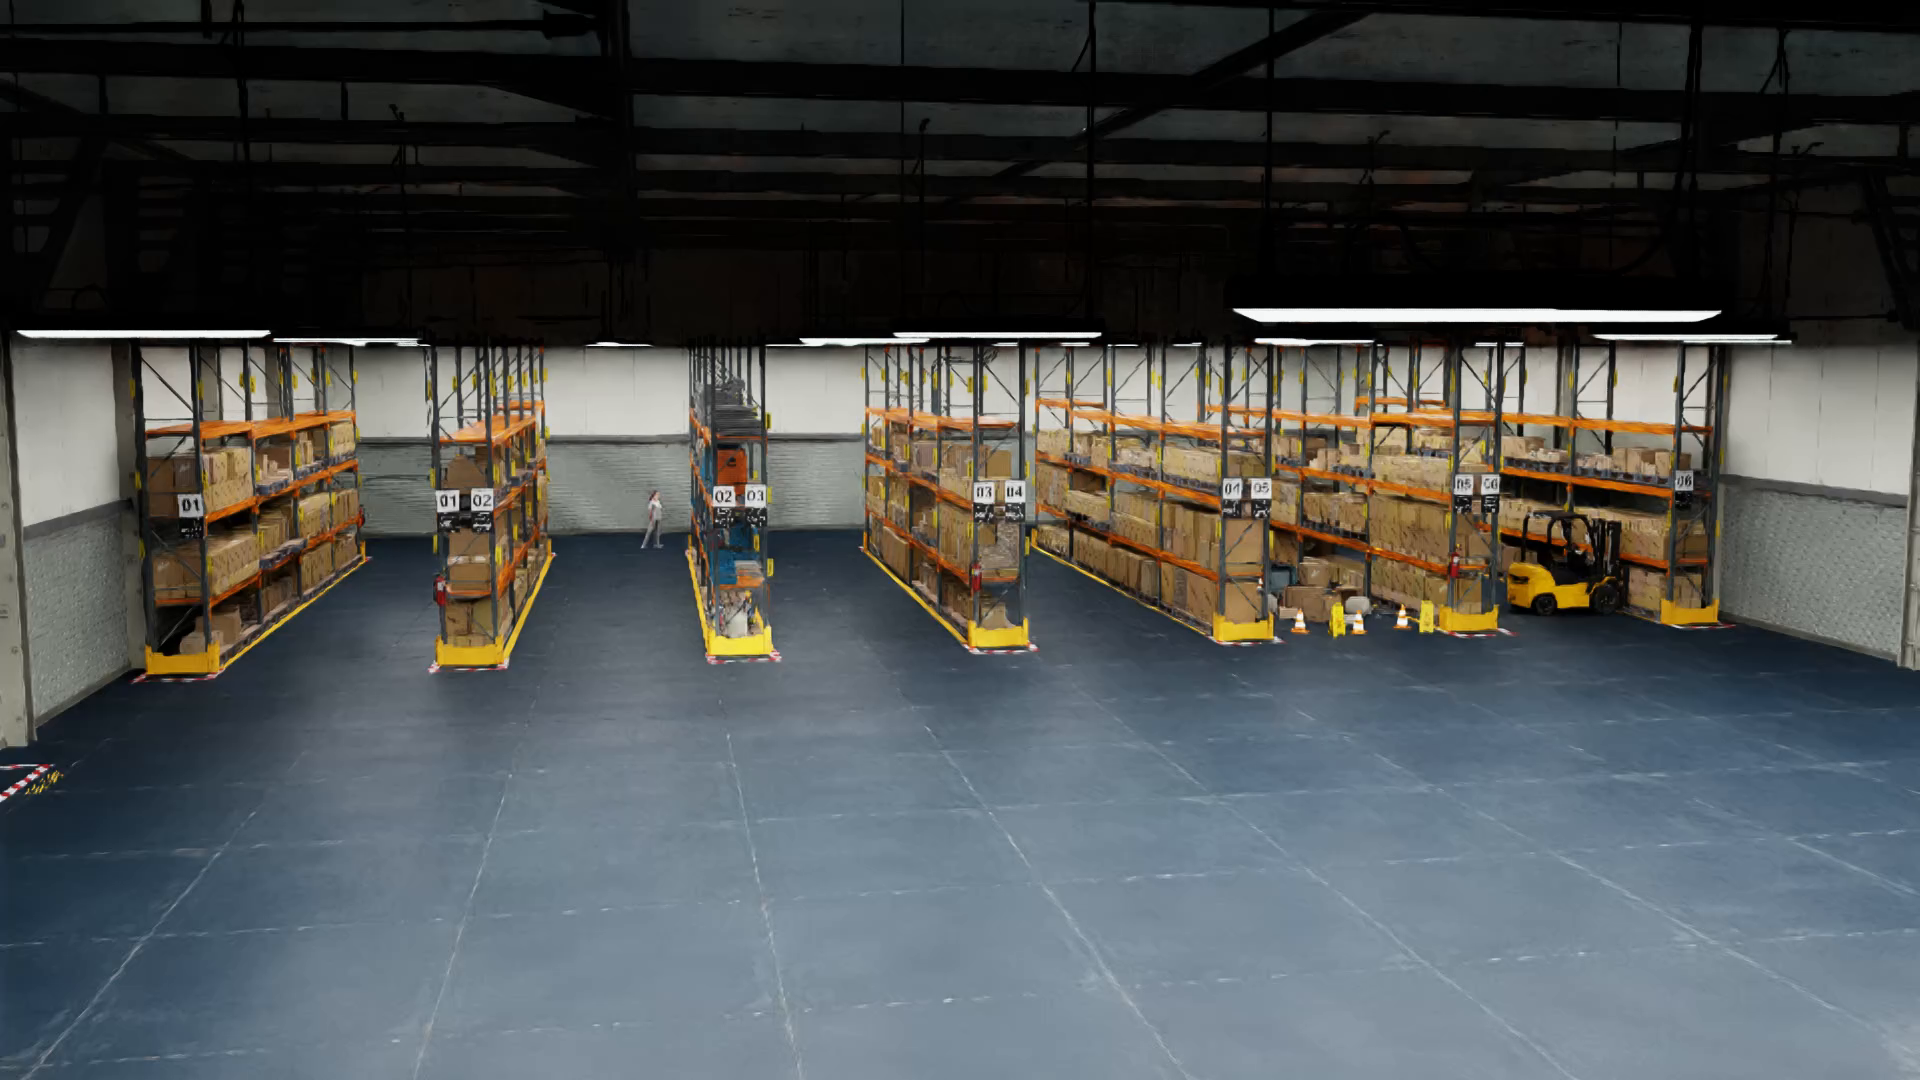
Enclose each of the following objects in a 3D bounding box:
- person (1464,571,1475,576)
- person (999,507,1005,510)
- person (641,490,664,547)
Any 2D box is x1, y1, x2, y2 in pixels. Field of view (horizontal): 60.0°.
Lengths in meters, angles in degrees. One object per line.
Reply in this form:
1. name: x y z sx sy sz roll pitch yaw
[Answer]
1. person: 11.477 0.578 37.604 0.458 1.677 0.525 2 7 19
2. person: 1.252 -0.533 47.590 0.456 1.589 1.088 -1 7 -8
3. person: -8.934 -0.603 48.055 0.455 1.667 0.637 5 8 35
